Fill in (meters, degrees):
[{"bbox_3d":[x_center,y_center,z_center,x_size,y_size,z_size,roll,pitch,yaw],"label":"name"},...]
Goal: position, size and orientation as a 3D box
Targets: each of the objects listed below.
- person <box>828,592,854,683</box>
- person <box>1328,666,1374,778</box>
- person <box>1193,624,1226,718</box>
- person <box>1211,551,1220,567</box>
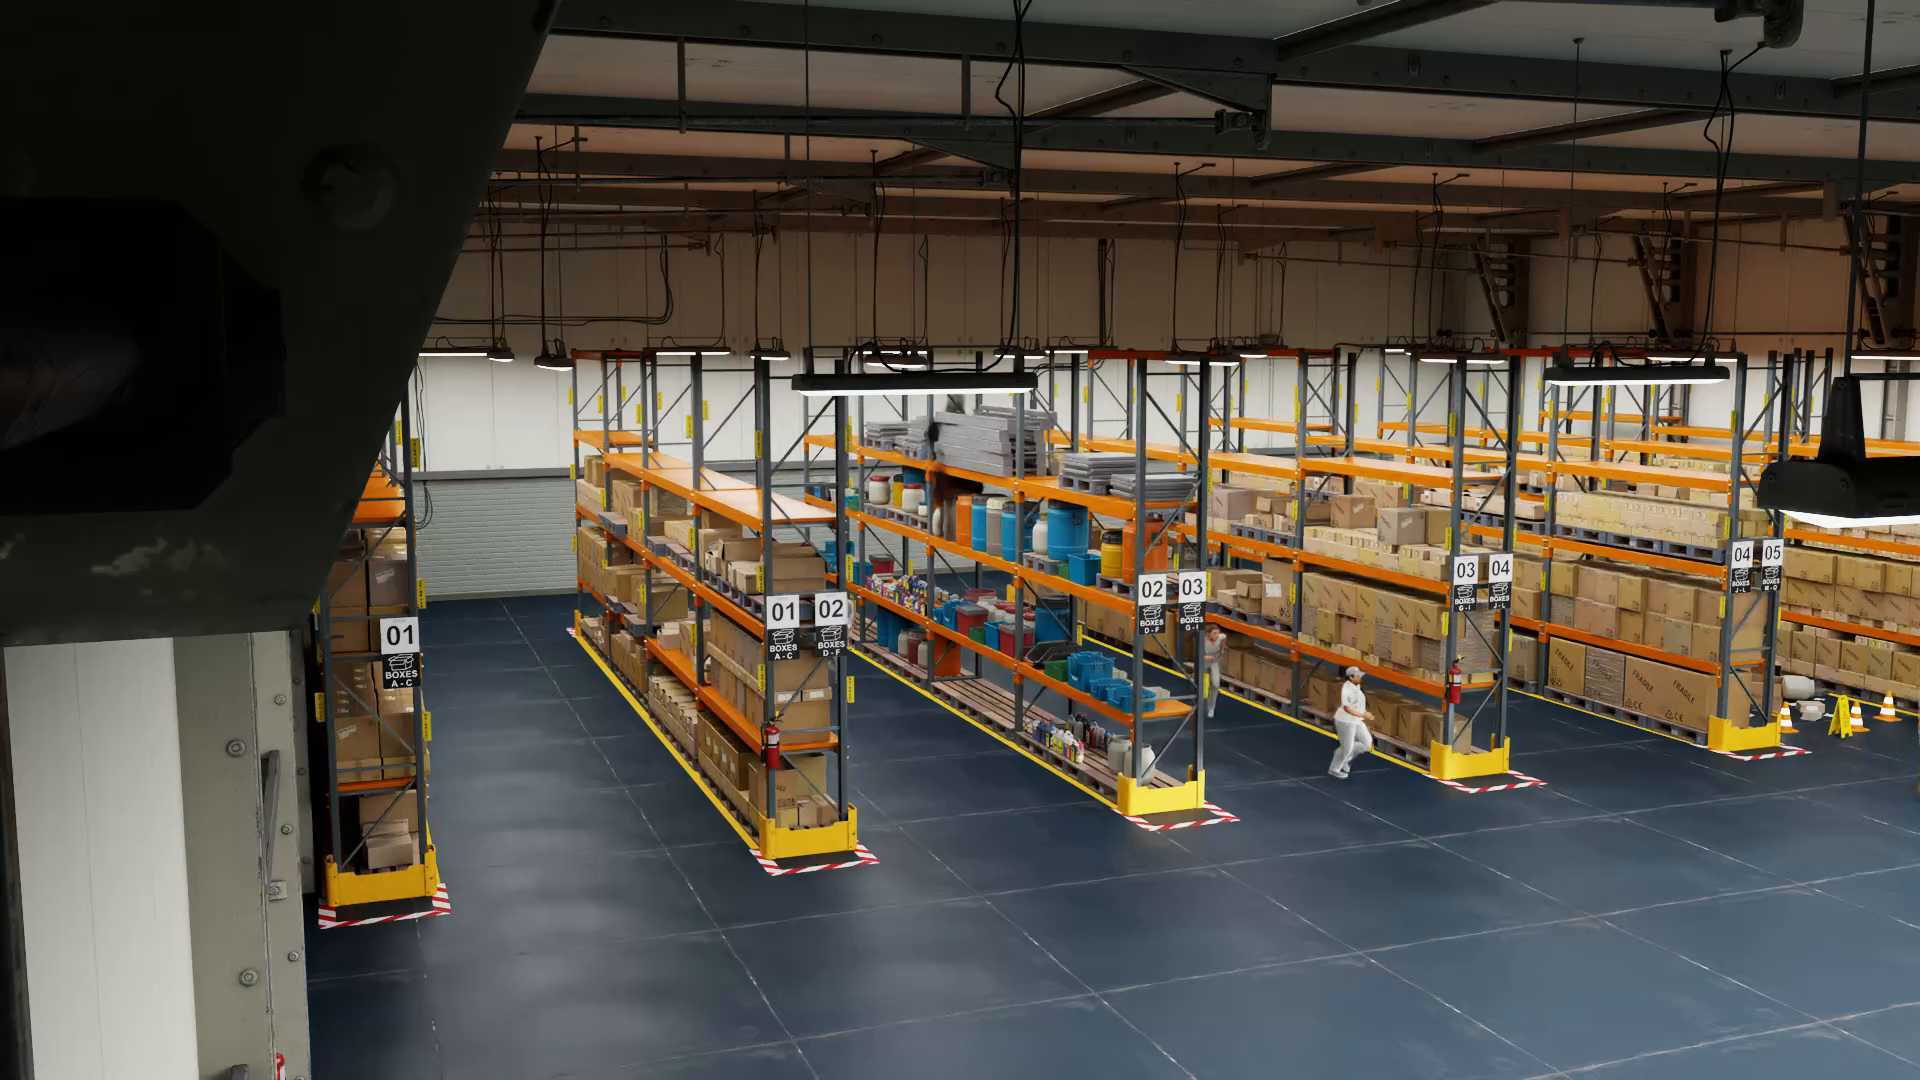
[{"bbox_3d":[-2.140,1.655,28.636,0.701,1.722,0.799,-3,8,-25],"label":"person"},{"bbox_3d":[5.588,2.588,23.652,0.667,1.620,0.583,5,9,33],"label":"person"},{"bbox_3d":[4.132,2.143,27.724,0.602,1.598,0.958,-1,7,-10],"label":"person"},{"bbox_3d":[6.549,0.315,41.567,0.582,1.722,0.701,-5,9,-37],"label":"person"}]
